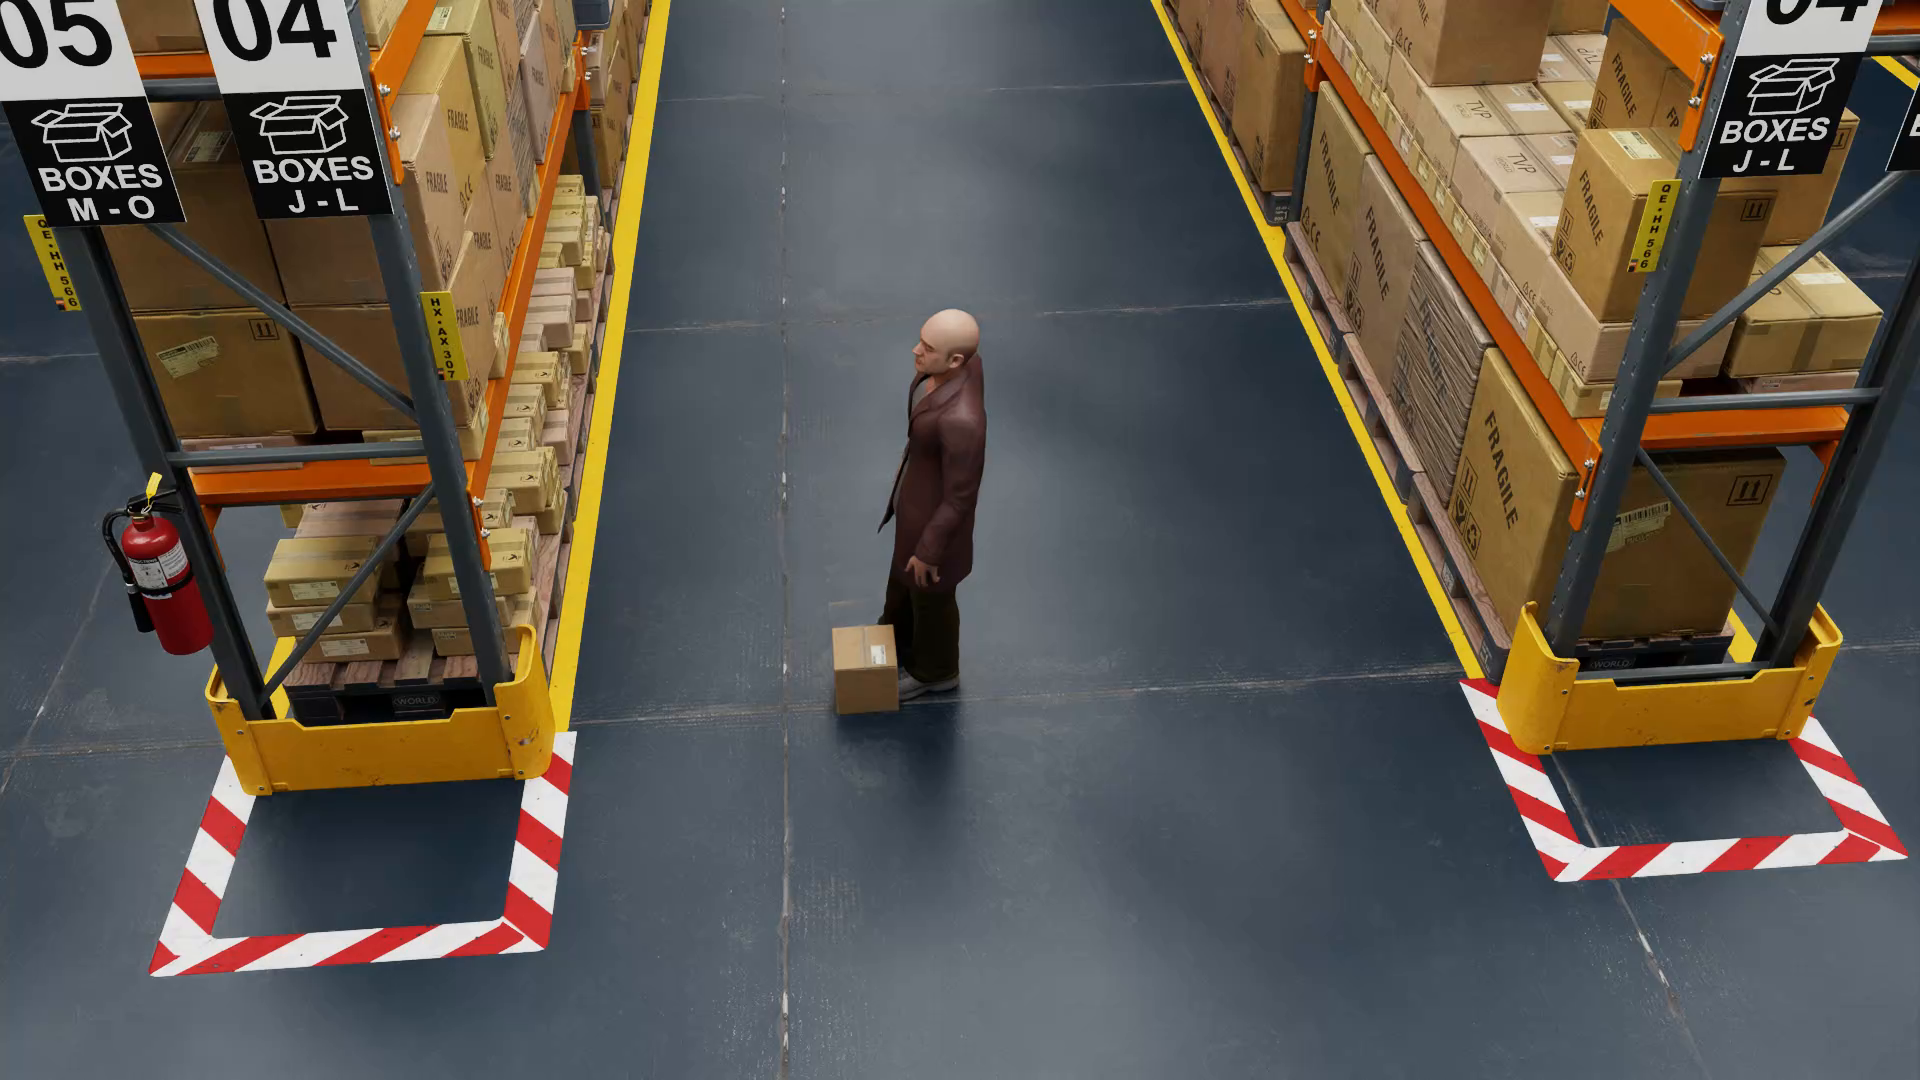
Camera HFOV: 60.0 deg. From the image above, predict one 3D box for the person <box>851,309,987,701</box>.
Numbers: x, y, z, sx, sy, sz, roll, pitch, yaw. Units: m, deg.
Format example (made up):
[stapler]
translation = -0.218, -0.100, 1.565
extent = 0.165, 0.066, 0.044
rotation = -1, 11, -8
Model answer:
[person]
translation = -0.194, -0.105, 6.283
extent = 0.582, 1.776, 0.695
rotation = -3, 39, -4
